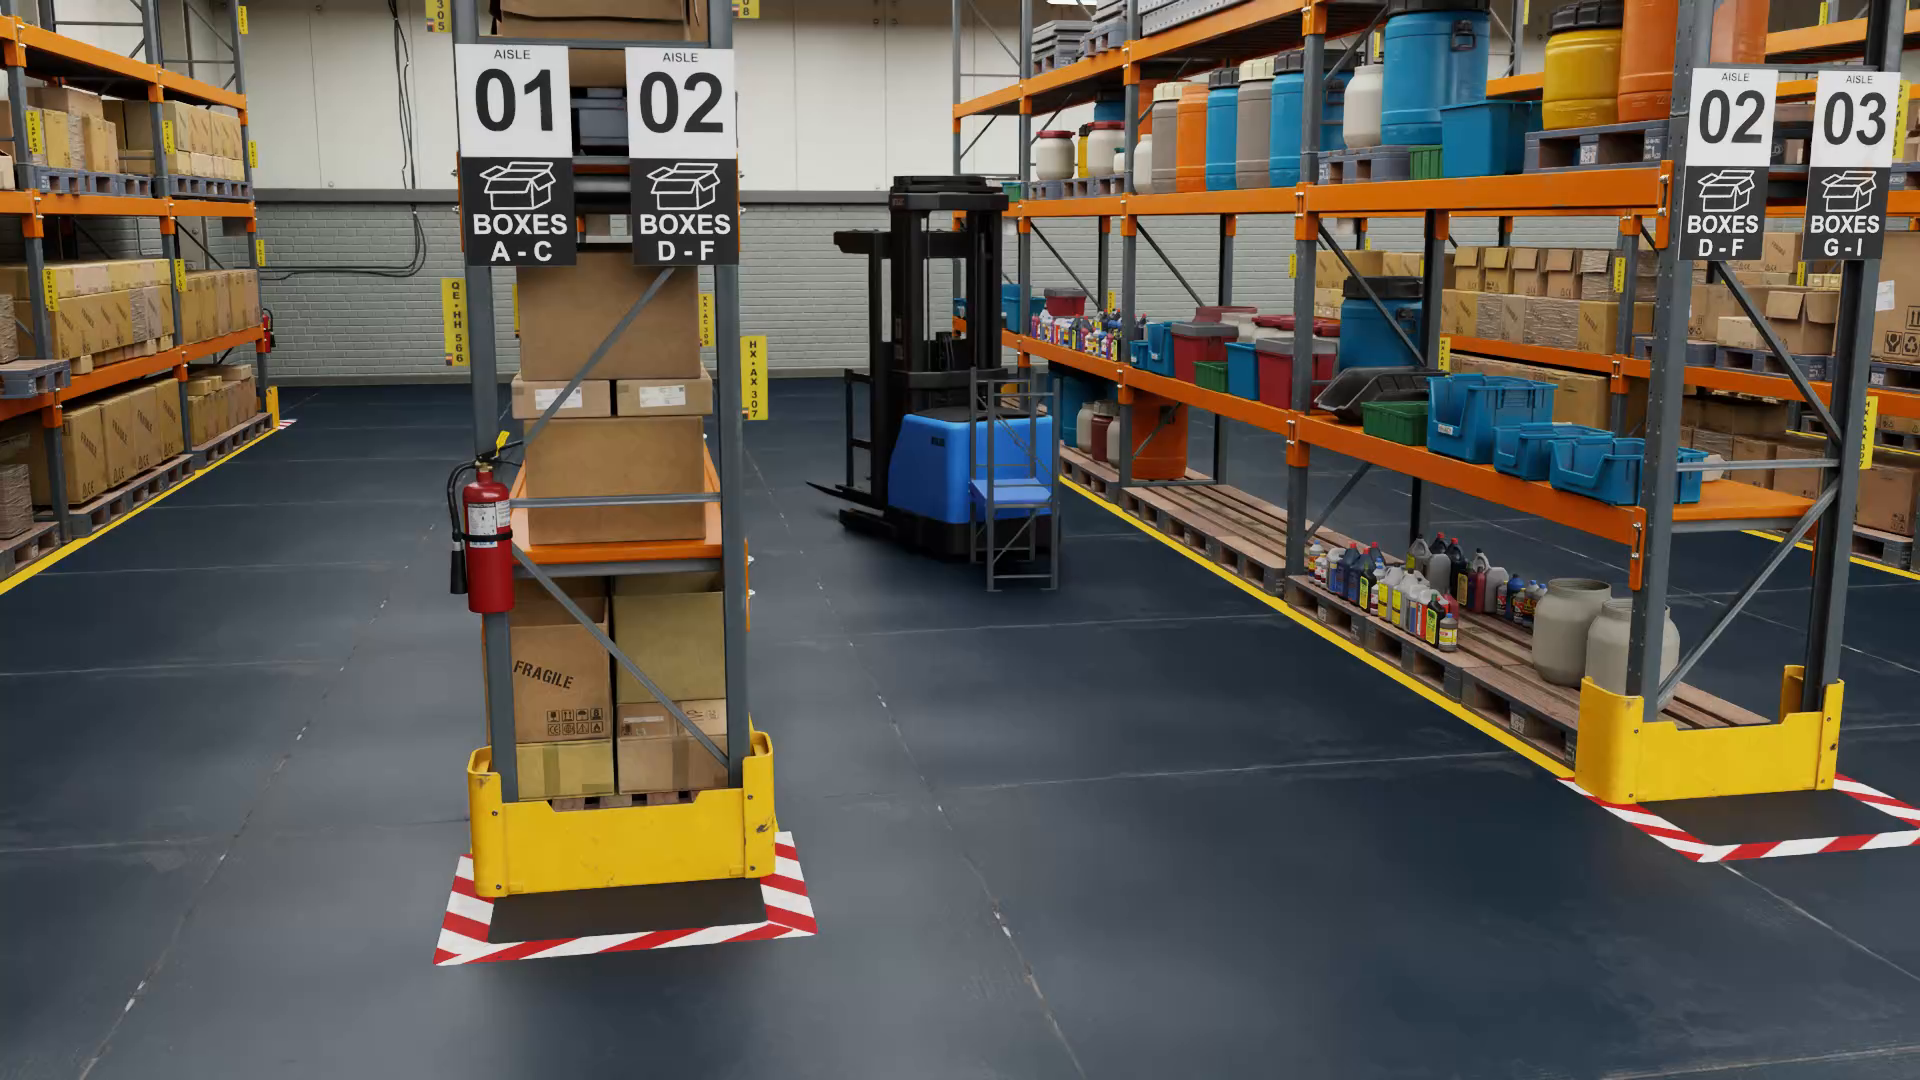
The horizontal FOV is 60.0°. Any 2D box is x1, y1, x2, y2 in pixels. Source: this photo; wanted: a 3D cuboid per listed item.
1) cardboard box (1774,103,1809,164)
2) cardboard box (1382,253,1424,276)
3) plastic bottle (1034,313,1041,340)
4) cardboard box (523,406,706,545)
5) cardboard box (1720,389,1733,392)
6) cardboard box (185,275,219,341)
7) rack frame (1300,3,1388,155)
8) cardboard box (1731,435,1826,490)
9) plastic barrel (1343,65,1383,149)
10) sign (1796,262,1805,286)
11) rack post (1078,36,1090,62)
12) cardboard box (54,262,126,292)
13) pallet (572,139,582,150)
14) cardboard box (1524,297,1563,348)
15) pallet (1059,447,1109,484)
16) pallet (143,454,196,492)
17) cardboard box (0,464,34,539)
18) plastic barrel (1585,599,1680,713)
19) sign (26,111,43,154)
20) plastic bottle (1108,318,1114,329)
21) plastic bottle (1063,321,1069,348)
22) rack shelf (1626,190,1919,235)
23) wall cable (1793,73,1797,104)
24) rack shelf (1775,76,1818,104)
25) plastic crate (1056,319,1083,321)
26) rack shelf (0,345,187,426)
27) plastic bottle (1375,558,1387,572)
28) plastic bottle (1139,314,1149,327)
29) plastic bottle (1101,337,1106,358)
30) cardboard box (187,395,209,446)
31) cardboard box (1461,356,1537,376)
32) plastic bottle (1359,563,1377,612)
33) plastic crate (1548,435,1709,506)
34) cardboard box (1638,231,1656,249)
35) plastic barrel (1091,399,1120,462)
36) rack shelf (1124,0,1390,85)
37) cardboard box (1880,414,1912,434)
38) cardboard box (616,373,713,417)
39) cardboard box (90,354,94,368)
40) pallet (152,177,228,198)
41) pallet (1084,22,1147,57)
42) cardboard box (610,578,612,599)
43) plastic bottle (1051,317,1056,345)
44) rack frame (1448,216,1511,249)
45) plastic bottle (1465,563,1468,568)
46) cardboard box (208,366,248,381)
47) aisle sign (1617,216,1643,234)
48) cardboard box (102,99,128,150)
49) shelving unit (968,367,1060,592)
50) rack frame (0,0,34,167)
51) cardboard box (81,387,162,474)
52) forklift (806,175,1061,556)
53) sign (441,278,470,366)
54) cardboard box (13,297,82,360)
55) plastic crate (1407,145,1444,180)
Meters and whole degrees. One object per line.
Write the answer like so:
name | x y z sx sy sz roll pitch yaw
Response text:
cardboard box | 6.857 -3.460 14.228 0.500 0.500 0.500 -2 11 -13
cardboard box | 5.595 -3.314 20.685 0.500 0.500 0.500 -2 11 -10
plastic bottle | 0.861 -2.362 18.394 0.061 0.283 0.133 -2 11 -11
cardboard box | -1.422 -0.281 6.884 0.700 0.500 0.500 -2 11 -11
cardboard box | 10.396 -2.060 22.201 0.380 0.149 0.250 -2 11 -10
cardboard box | -8.762 -2.548 18.256 0.980 0.700 0.700 -2 11 -12
rack frame | 2.738 -4.006 10.677 1.000 3.000 0.127 -2 11 -11
cardboard box | 7.206 -0.634 14.513 0.700 0.500 0.500 -1 11 -6
plastic barrel | 2.629 -2.708 10.455 0.421 0.512 0.421 0 11 0
sign | 10.394 -3.272 20.552 0.100 0.325 0.005 -2 11 -11
rack post | 1.700 -4.861 16.507 0.937 0.300 0.954 -1 11 -5
cardboard box | -7.905 -2.382 15.067 0.500 0.250 0.500 -2 11 -12
pallet | -1.930 -2.154 9.206 1.003 0.211 1.213 -2 11 -11
cardboard box | 6.284 -2.290 17.439 0.500 0.500 0.500 -2 11 -13
pallet | 1.532 -0.789 17.278 1.003 0.211 1.213 -2 11 -11
pallet | -8.312 -0.657 16.586 1.003 0.211 1.213 -2 11 -11
cardboard box | -7.567 -0.290 12.708 0.700 0.500 0.500 -2 11 -10
plastic barrel | 3.313 0.573 8.197 0.421 0.512 0.421 0 11 0
sign | -7.225 -3.179 12.973 0.100 0.325 0.005 -2 11 -11
plastic bottle | 1.626 -2.235 17.761 0.097 0.271 0.097 0 11 0
plastic bottle | 1.119 -2.130 17.208 0.097 0.271 0.097 0 11 0
rack shelf | 7.207 -2.726 13.898 1.077 0.370 4.000 -2 11 -11
wall cable | 14.339 -7.807 30.649 2.355 3.000 0.029 -2 11 -11
rack shelf | 10.536 -5.827 22.177 1.077 0.370 4.000 -2 11 -11
plastic crate | 1.231 -2.517 19.442 0.396 0.136 0.243 -2 11 -11
rack shelf | -8.147 -1.446 15.194 1.077 0.370 4.000 -2 11 -11
plastic bottle | 2.634 0.250 10.478 0.097 0.271 0.097 0 11 0
plastic bottle | 1.896 -2.143 17.067 0.144 0.351 0.185 -2 11 -11
plastic bottle | 1.394 -1.836 15.850 0.097 0.201 0.097 0 11 0
cardboard box | -8.581 -1.285 17.989 0.700 0.500 0.500 -2 11 -10
cardboard box | 6.359 -1.588 18.579 1.225 0.875 0.875 -3 11 -13
plastic bottle | 2.516 0.289 10.245 0.061 0.283 0.133 -2 11 -8
plastic crate | 3.125 -0.333 7.823 0.499 0.251 0.616 -2 11 -11
cardboard box | 9.974 -4.196 23.984 0.500 0.500 0.500 -2 11 -11
plastic barrel | 1.628 -1.111 16.835 0.600 0.588 0.708 -2 11 -11
rack shelf | 2.349 -3.823 12.709 1.077 0.370 4.000 -2 11 -11
cardboard box | 11.028 -1.509 19.164 0.500 0.500 0.500 -2 11 -10
cardboard box | -1.209 -0.594 6.790 0.380 0.149 0.250 -2 11 -11
cardboard box | -7.833 -1.575 14.567 0.380 0.149 0.250 -2 11 -10
pallet | -8.919 -3.970 18.746 1.003 0.211 1.213 -2 11 -11
pallet | 1.850 -4.584 15.288 1.213 0.211 1.003 -2 11 -11
cardboard box | -2.234 0.084 9.456 0.500 0.500 0.500 -2 11 -11
plastic bottle | 1.007 -2.223 17.667 0.061 0.283 0.133 -2 11 -11
rack frame | 6.040 -2.706 19.893 1.000 3.000 0.127 -2 11 -11
plastic bottle | 3.256 0.230 10.552 0.061 0.283 0.133 -1 11 -7
cardboard box | -8.826 -2.008 20.052 0.380 0.149 0.250 -2 11 -9
aisle sign | 9.839 -4.881 24.368 0.394 0.787 0.004 -2 11 -11
cardboard box | -8.901 -4.309 17.297 0.500 0.500 0.500 -2 11 -11
shelving unit | 0.385 -0.471 12.160 0.538 1.500 1.048 -1 11 -6
rack frame | -7.758 -4.379 12.639 1.000 3.000 0.127 -2 11 -11
cardboard box | -8.106 -1.039 15.758 0.750 0.750 0.750 -2 11 -9
forklift | -0.373 -1.545 13.976 1.130 2.935 3.031 -6 12 -30
sign | -1.879 -0.814 6.220 0.100 0.325 0.005 -2 11 -11
cardboard box | -7.602 -1.736 13.678 0.500 0.500 0.500 -2 11 -9
plastic crate | 2.778 -2.129 9.405 0.336 0.188 0.450 -2 11 -11
